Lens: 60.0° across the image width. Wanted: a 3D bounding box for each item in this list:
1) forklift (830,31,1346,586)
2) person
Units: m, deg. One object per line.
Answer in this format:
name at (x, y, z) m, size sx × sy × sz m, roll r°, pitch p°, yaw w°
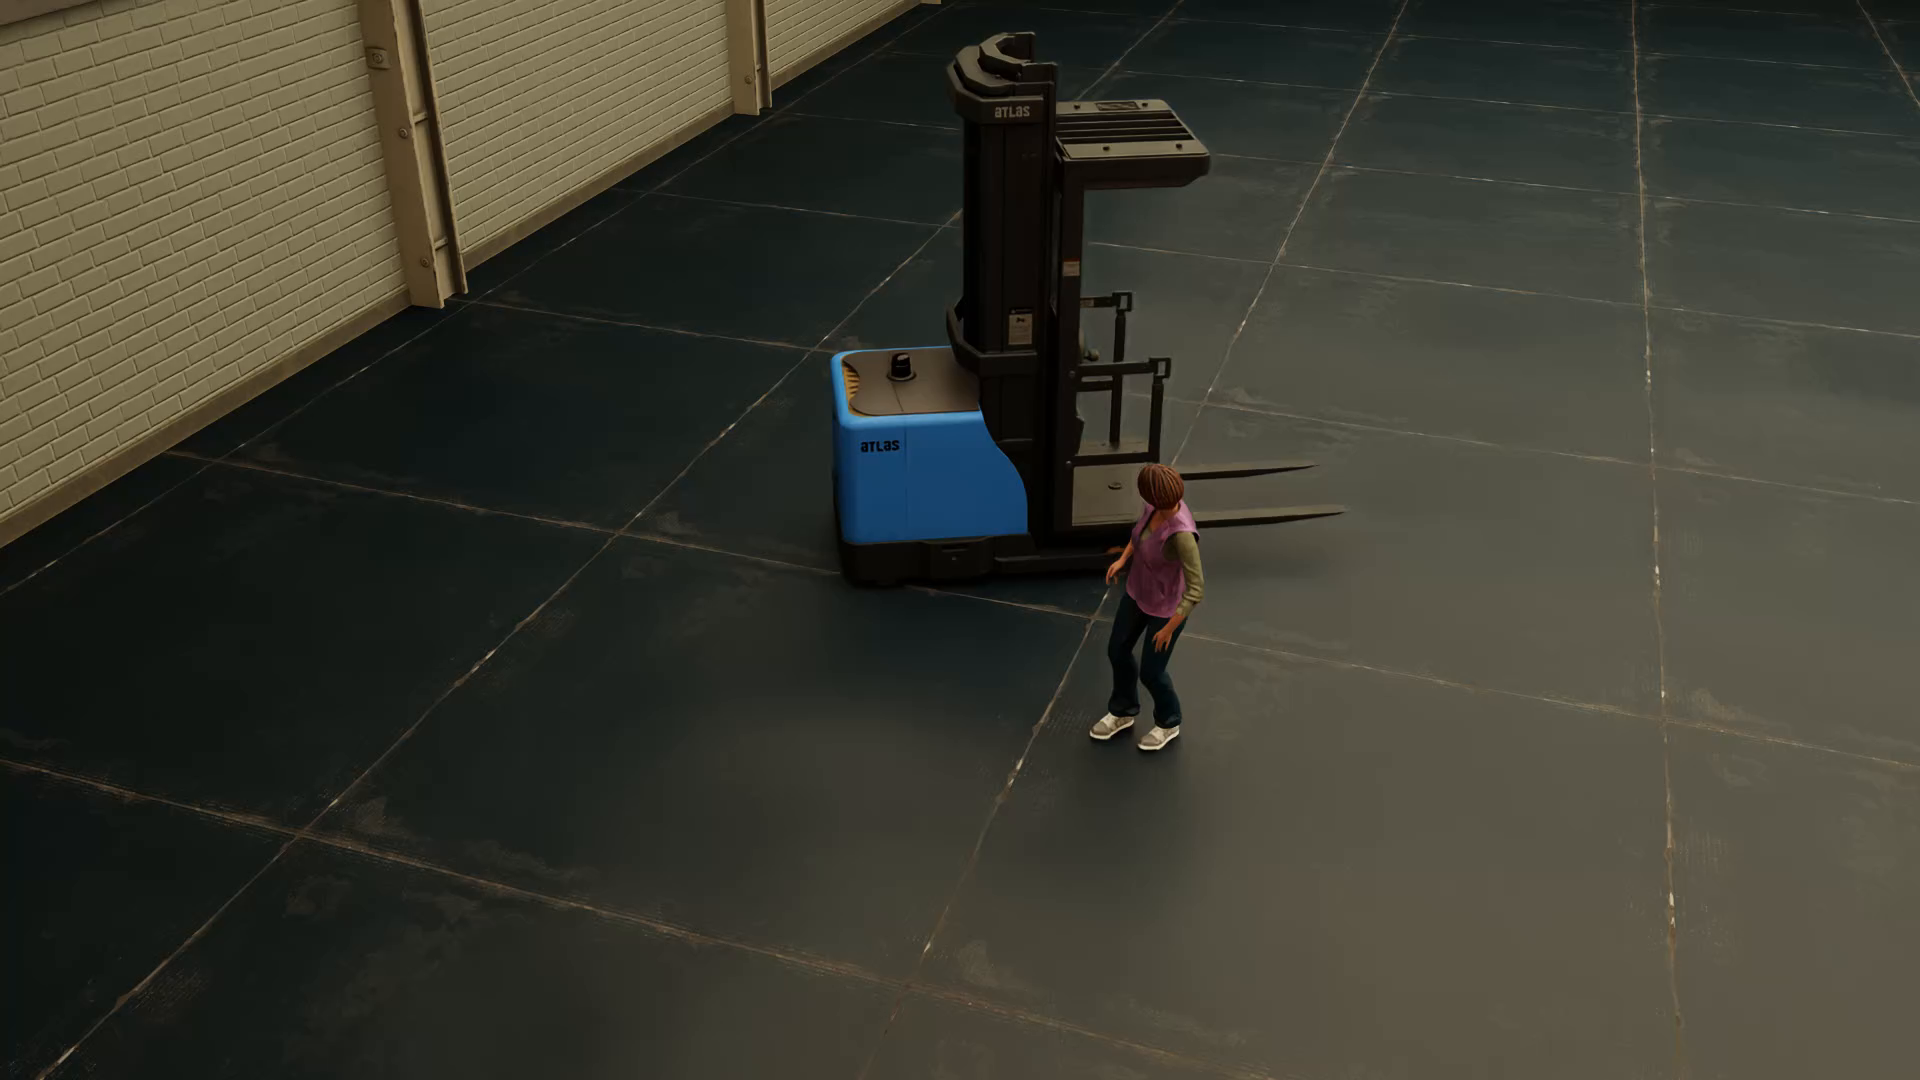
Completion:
forklift at (0.770, -1.322, 9.455) m, size 3.031 × 2.935 × 1.130 m, roll -4°, pitch 30°, yaw -6°
person at (0.913, 0.333, 7.936) m, size 0.446 × 1.573 × 0.611 m, roll -14°, pitch 33°, yaw -23°
